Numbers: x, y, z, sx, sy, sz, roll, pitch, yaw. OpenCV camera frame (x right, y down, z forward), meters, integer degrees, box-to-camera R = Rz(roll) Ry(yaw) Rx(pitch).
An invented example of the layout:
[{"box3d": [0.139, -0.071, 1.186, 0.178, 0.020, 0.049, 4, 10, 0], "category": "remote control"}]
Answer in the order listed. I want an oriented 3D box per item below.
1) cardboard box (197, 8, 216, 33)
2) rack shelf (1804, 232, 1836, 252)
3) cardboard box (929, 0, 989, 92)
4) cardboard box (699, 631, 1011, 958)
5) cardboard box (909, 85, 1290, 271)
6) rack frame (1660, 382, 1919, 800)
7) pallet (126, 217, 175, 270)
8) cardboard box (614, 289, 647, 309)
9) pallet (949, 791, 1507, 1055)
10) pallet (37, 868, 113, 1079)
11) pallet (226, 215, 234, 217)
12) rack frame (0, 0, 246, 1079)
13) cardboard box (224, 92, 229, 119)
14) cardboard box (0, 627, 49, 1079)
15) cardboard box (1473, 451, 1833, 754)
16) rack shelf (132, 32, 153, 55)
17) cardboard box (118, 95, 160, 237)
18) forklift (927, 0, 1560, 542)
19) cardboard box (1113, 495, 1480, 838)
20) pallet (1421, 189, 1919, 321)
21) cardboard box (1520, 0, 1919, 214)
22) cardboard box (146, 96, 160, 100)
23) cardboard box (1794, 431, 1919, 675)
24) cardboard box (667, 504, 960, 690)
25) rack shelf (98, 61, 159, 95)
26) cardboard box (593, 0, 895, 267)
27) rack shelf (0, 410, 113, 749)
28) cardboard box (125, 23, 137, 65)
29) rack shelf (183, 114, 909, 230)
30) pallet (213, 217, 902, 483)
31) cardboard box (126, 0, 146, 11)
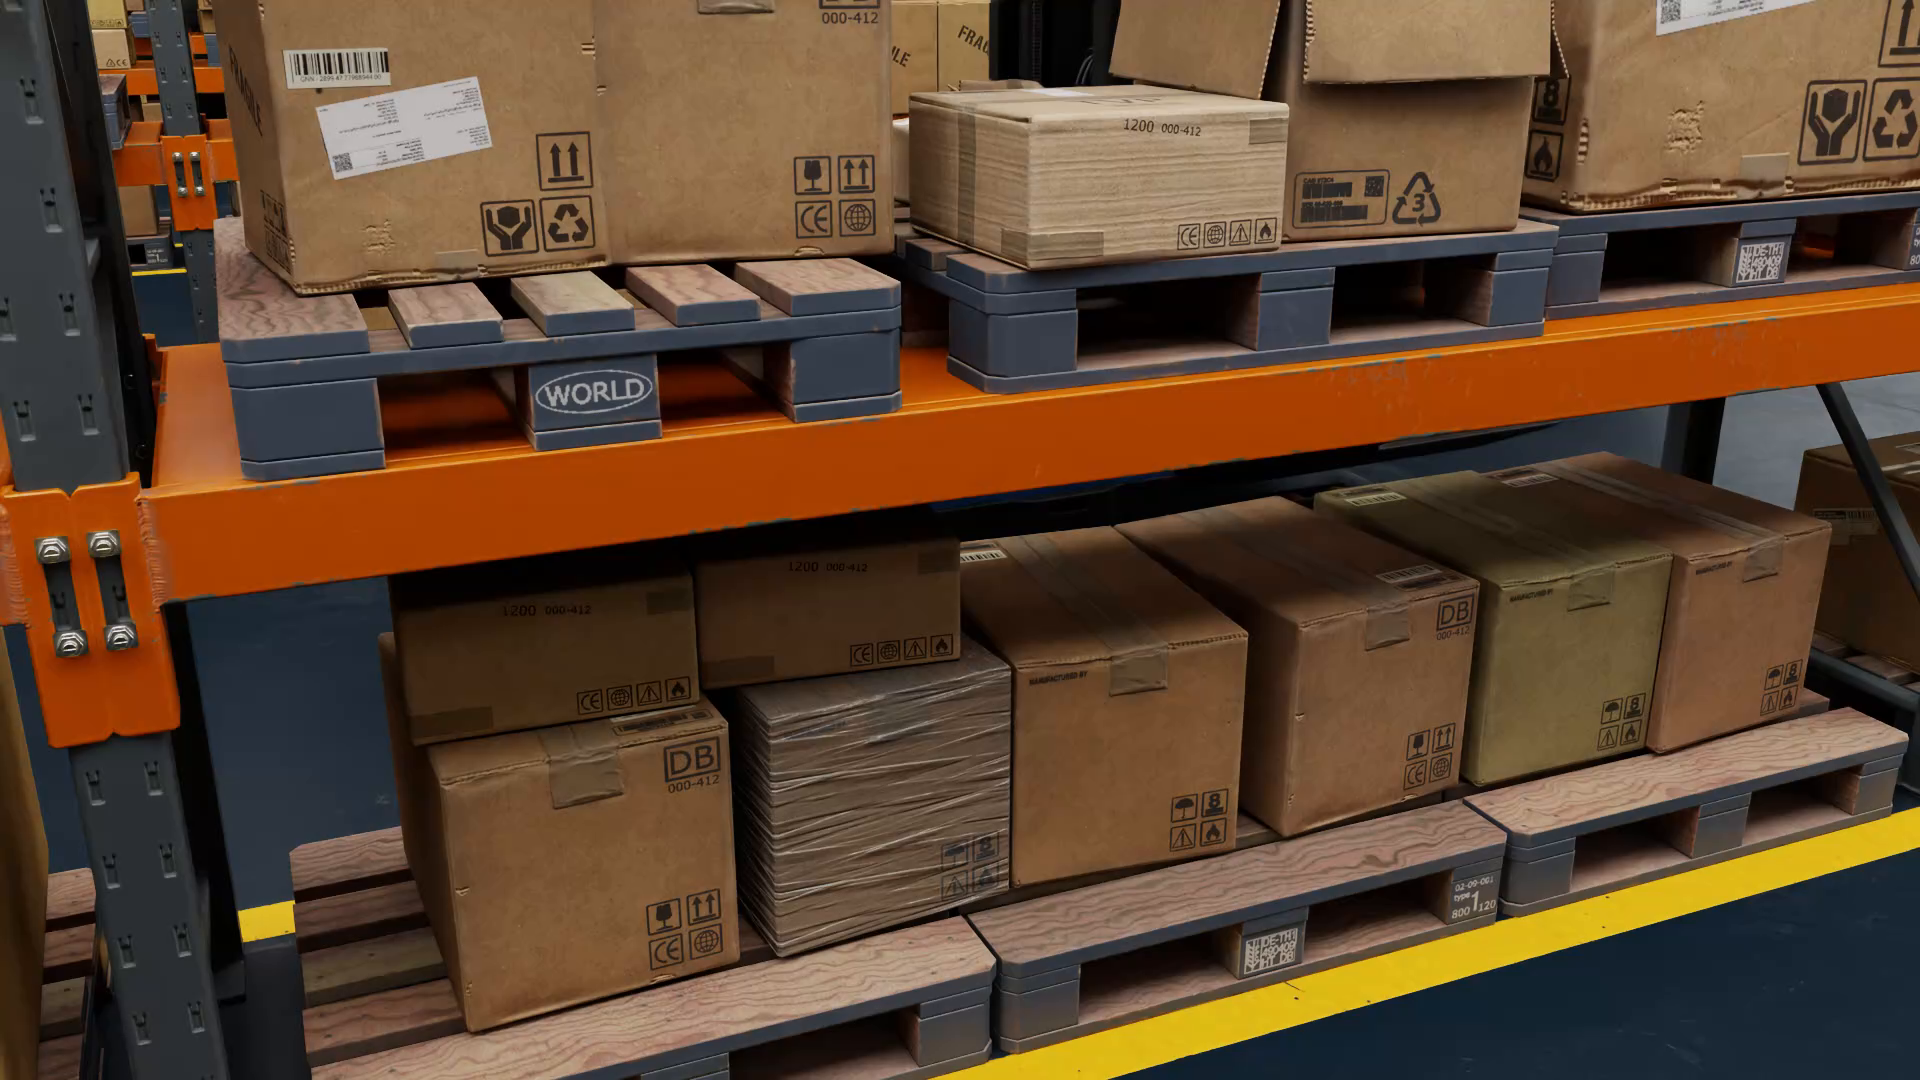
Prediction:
[{"box3d": [-4.949, -3.476, 11.125, 0.250, 0.149, 0.380, -9, 22, -25], "category": "cardboard box"}, {"box3d": [4.114, -0.839, 4.970, 4.000, 0.370, 1.077, -8, 21, -22], "category": "rack shelf"}, {"box3d": [0.032, -2.338, 7.994, 0.500, 0.500, 0.500, -8, 21, -22], "category": "cardboard box"}, {"box3d": [-0.284, 0.412, 3.437, 0.500, 0.500, 0.700, -10, 22, -26], "category": "cardboard box"}, {"box3d": [0.235, -0.666, 2.991, 0.500, 0.250, 0.500, -9, 21, -23], "category": "cardboard box"}, {"box3d": [2.277, -0.915, 4.104, 0.127, 3.000, 1.000, -8, 21, -22], "category": "rack frame"}, {"box3d": [-6.075, -2.015, 11.426, 1.213, 0.211, 1.003, -8, 21, -22], "category": "pallet"}, {"box3d": [-1.871, -1.220, 7.726, 0.750, 0.750, 1.050, -8, 21, -21], "category": "cardboard box"}, {"box3d": [0.441, 0.665, 3.815, 1.213, 0.211, 1.003, -8, 21, -22], "category": "pallet"}, {"box3d": [-2.149, 1.007, 2.843, 1.213, 0.211, 1.003, -8, 21, -22], "category": "pallet"}, {"box3d": [-4.603, -2.198, 11.946, 1.213, 0.211, 1.003, -8, 21, -22], "category": "pallet"}, {"box3d": [-1.395, -0.389, 2.609, 0.127, 3.000, 1.000, -8, 21, -22], "category": "rack frame"}, {"box3d": [-6.712, -4.080, 16.036, 0.625, 0.625, 0.875, -7, 21, -20], "category": "cardboard box"}, {"box3d": [-2.037, 0.500, 2.653, 0.875, 0.875, 1.225, -9, 21, -24], "category": "cardboard box"}, {"box3d": [1.705, 0.131, 4.235, 0.500, 0.500, 0.700, -10, 22, -26], "category": "cardboard box"}, {"box3d": [-9.127, -4.321, 14.862, 4.000, 0.370, 1.077, -8, 21, -22], "category": "rack shelf"}, {"box3d": [-5.988, -2.541, 11.289, 0.875, 0.875, 0.875, -8, 21, -22], "category": "cardboard box"}, {"box3d": [0.915, -1.530, 5.953, 3.031, 2.935, 1.130, -9, 21, -24], "category": "forklift"}, {"box3d": [0.746, 0.262, 3.864, 0.500, 0.500, 0.700, -10, 22, -27], "category": "cardboard box"}, {"box3d": [1.518, -0.768, 3.976, 1.213, 0.211, 1.003, -8, 21, -22], "category": "pallet"}, {"box3d": [1.492, -1.334, 3.759, 1.000, 1.000, 1.000, -8, 21, -22], "category": "cardboard box"}, {"box3d": [-7.788, -3.973, 15.920, 0.500, 0.500, 0.500, -7, 21, -20], "category": "cardboard box"}, {"box3d": [2.660, 0.026, 4.564, 0.500, 0.500, 0.500, -9, 21, -24], "category": "cardboard box"}, {"box3d": [-0.309, 0.059, 3.310, 0.500, 0.250, 0.500, -6, 20, -16], "category": "cardboard box"}, {"box3d": [-7.157, -2.808, 10.564, 4.000, 0.370, 1.077, -8, 21, -22], "category": "rack shelf"}, {"box3d": [-0.443, -0.821, 3.054, 0.500, 0.500, 0.700, -5, 20, -14], "category": "cardboard box"}, {"box3d": [-3.232, 0.214, 1.981, 4.000, 0.370, 1.077, -8, 21, -22], "category": "rack shelf"}, {"box3d": [-5.870, -3.352, 11.252, 0.500, 0.250, 0.500, -9, 21, -23], "category": "cardboard box"}, {"box3d": [-1.431, -1.838, 7.809, 4.000, 0.370, 1.077, -8, 21, -22], "category": "rack shelf"}, {"box3d": [-0.783, -0.424, 3.000, 1.003, 0.211, 1.213, -8, 21, -22], "category": "pallet"}, {"box3d": [-7.825, -5.149, 15.346, 0.500, 0.500, 0.500, -7, 21, -19], "category": "cardboard box"}]
